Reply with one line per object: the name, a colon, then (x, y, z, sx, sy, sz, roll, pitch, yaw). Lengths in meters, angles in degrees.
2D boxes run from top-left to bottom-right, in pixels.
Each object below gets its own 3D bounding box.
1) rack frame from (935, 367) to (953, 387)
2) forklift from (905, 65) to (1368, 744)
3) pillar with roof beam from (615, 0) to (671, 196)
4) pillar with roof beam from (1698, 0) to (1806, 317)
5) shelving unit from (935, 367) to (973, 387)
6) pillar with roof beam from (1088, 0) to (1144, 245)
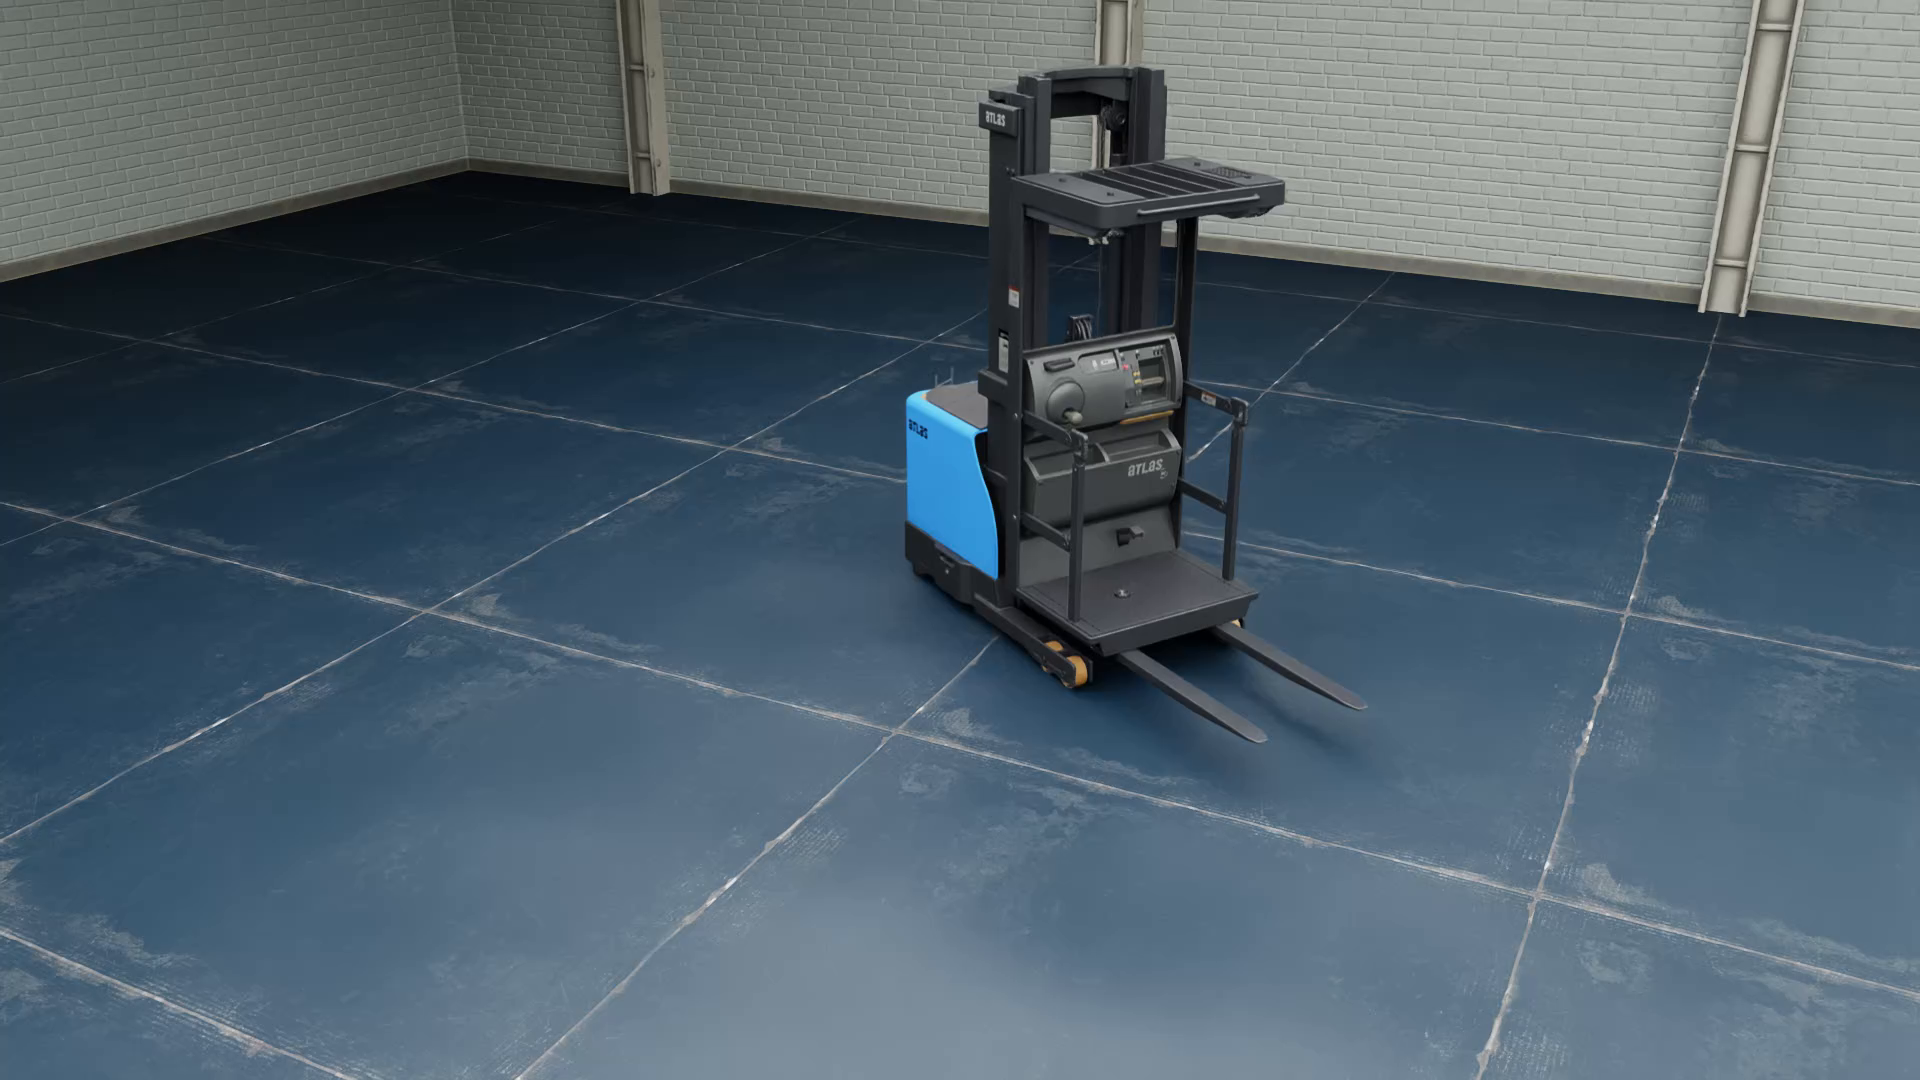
rack frame: (-0.094, -0.529, 10.151, 0.008, 1.050, 0.200, 13, 26, 28)
forklift: (0.862, -0.800, 8.385, 1.130, 2.935, 3.031, -13, 26, -28)
pillar with roof beam: (-5.691, -6.852, 14.865, 0.400, 9.000, 9.100, 11, 25, 25)
pillar with roof beam: (5.018, -4.734, 9.882, 0.400, 9.000, 9.100, 11, 25, 25)
shelving unit: (0.012, -0.504, 10.095, 0.252, 1.050, 0.215, 13, 26, 28)
pillar with roof beam: (-0.336, -5.793, 12.373, 0.400, 9.000, 9.100, 11, 25, 25)
